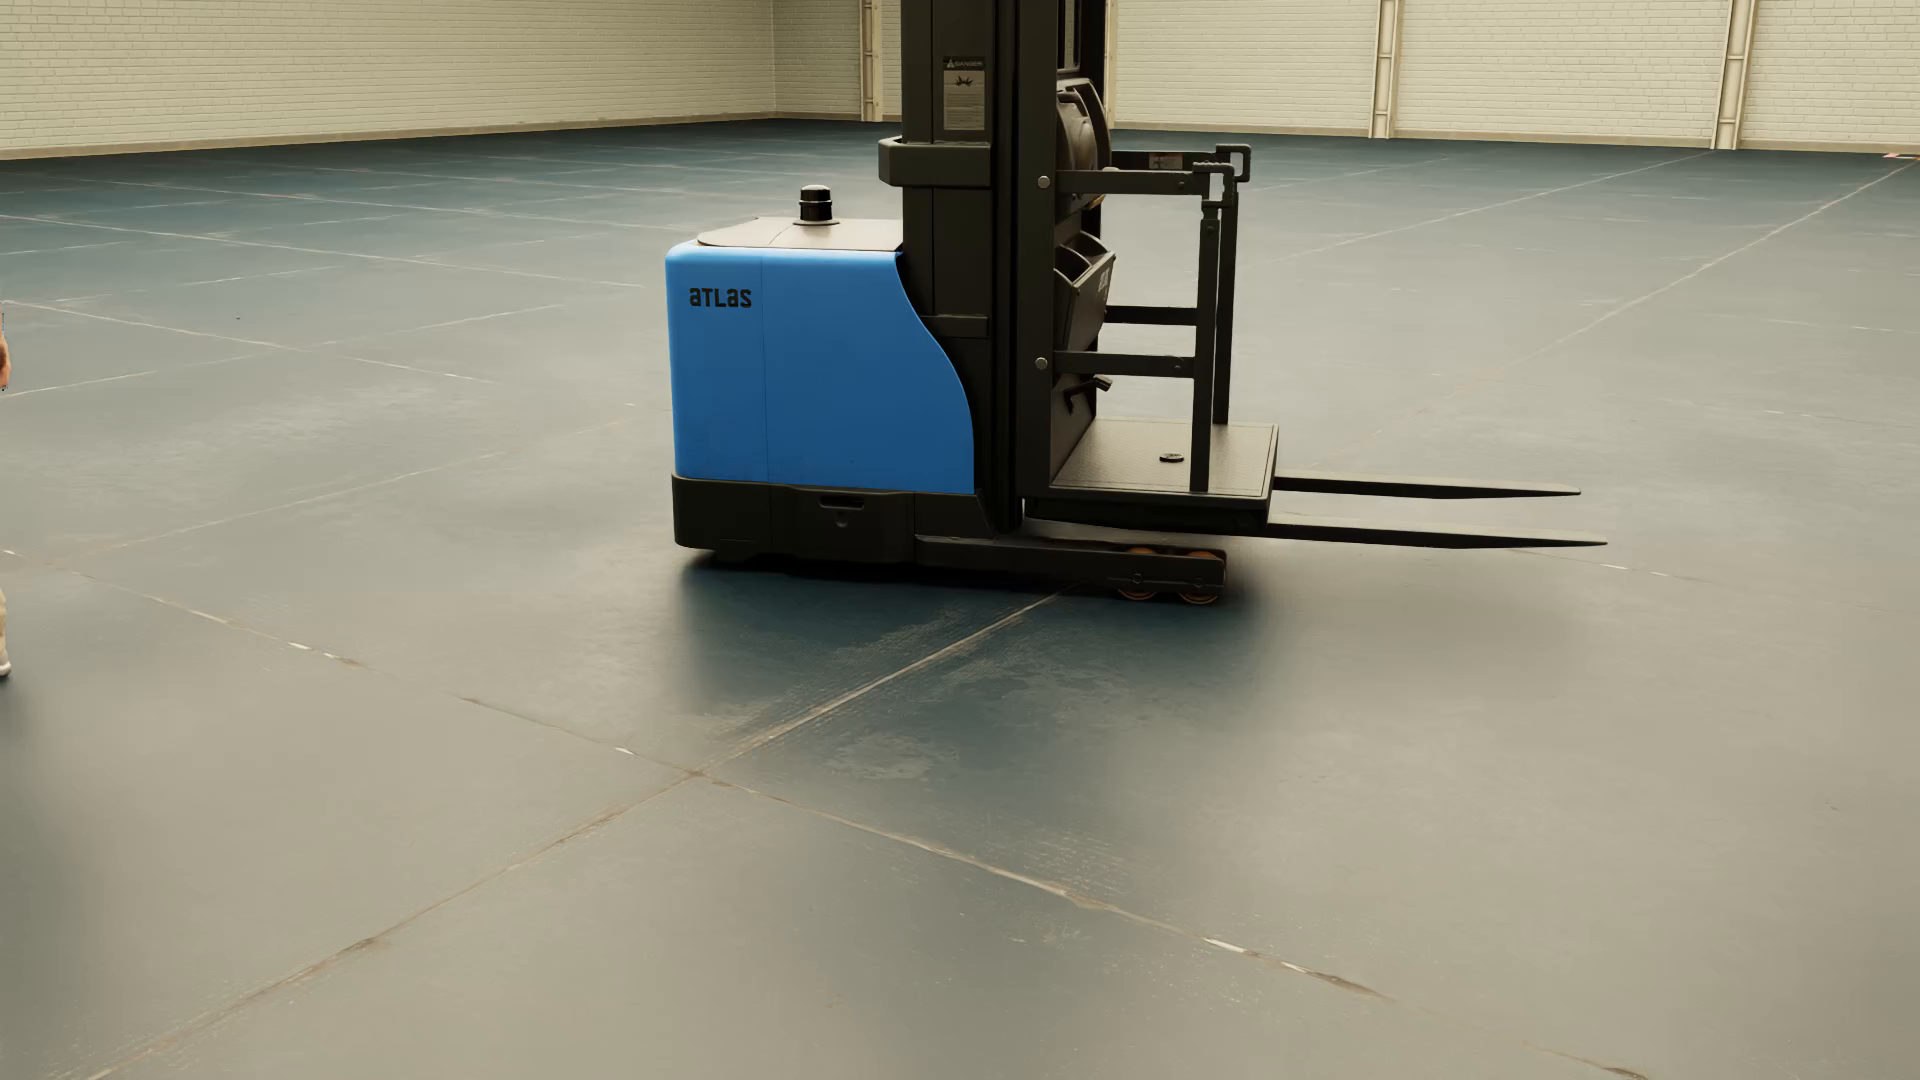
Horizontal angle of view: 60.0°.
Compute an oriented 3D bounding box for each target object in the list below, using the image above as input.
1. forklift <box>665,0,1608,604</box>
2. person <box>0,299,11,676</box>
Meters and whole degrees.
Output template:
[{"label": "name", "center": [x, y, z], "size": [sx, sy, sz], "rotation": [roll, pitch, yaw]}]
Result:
[{"label": "forklift", "center": [0.595, -1.367, 5.404], "size": [3.031, 2.935, 1.130], "rotation": [4, 17, 12]}, {"label": "person", "center": [-2.874, -0.397, 4.297], "size": [0.748, 1.709, 0.520], "rotation": [-13, 21, -36]}]
